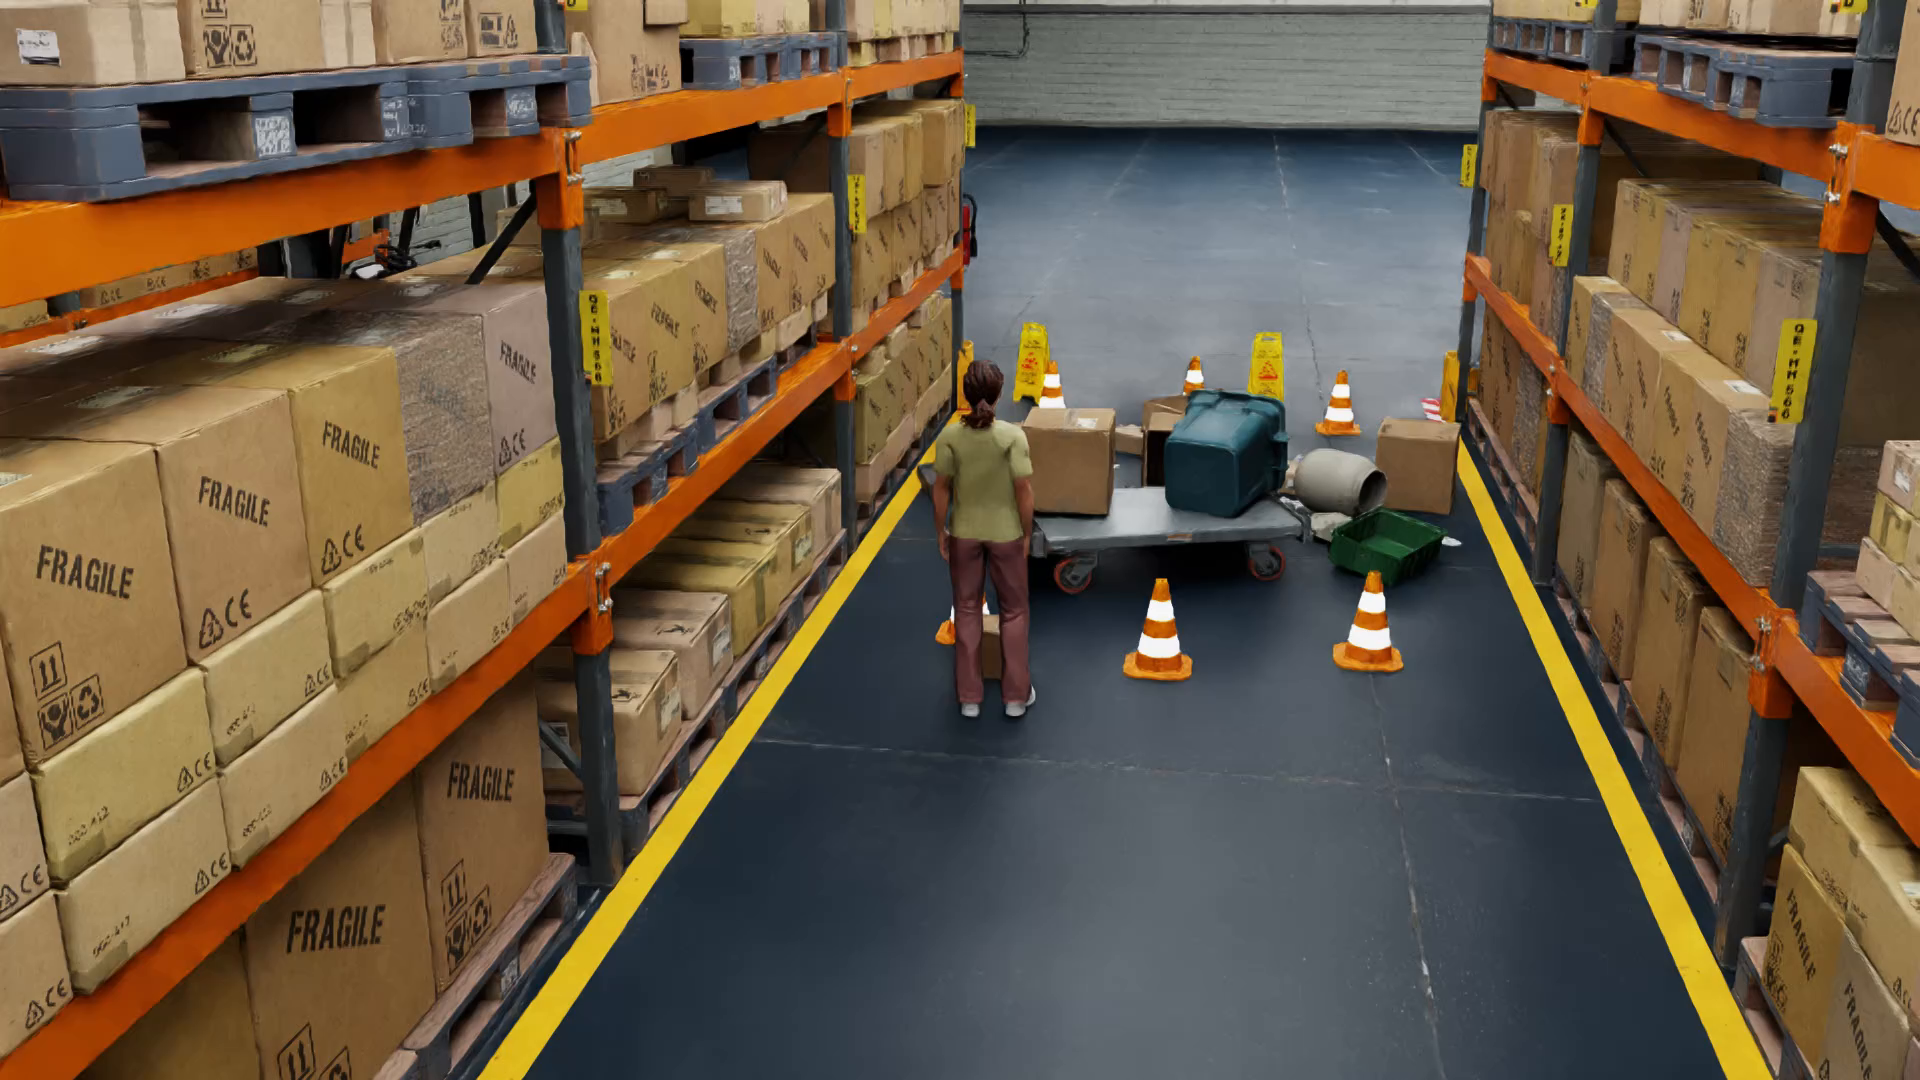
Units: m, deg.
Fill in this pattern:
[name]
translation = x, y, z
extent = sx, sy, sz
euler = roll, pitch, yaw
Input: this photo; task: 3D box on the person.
[person]
translation = 0.112, -0.004, 7.578
extent = 0.462, 1.670, 0.418
euler = 3, 18, 10
